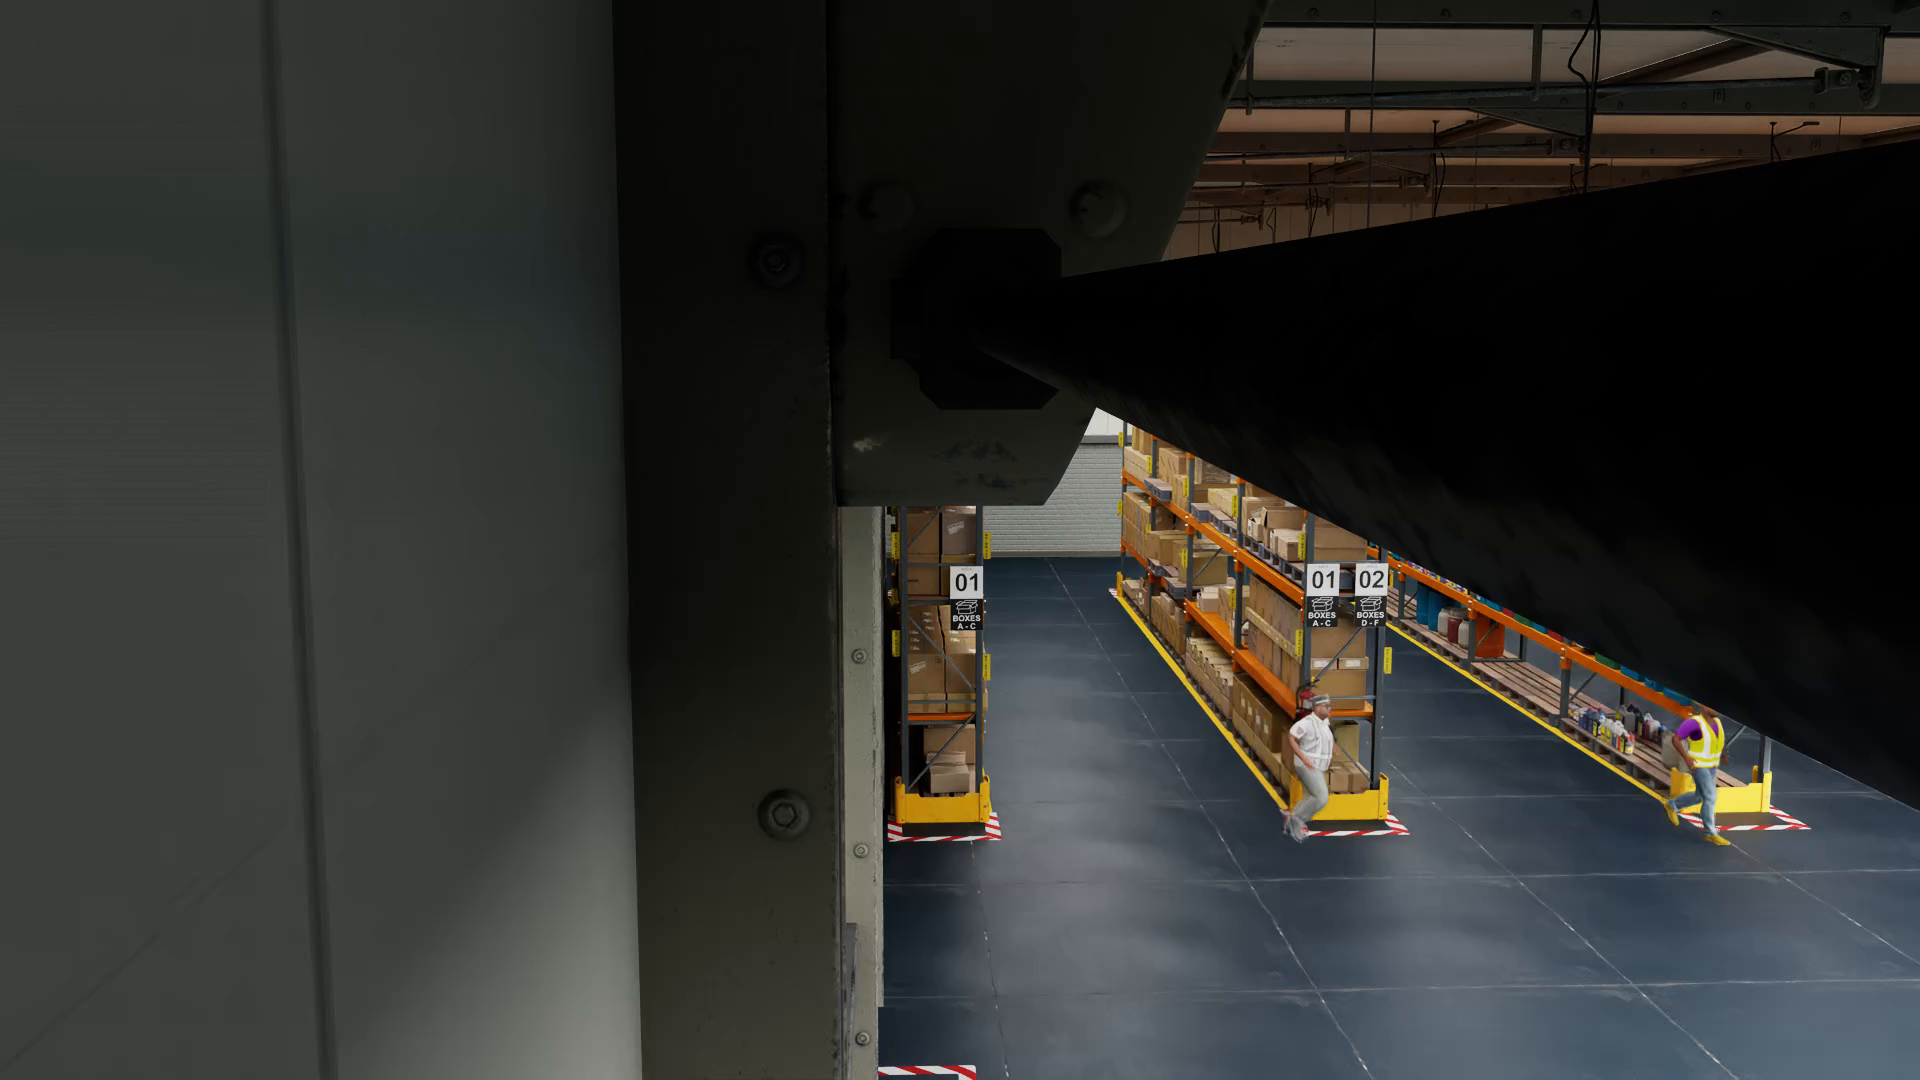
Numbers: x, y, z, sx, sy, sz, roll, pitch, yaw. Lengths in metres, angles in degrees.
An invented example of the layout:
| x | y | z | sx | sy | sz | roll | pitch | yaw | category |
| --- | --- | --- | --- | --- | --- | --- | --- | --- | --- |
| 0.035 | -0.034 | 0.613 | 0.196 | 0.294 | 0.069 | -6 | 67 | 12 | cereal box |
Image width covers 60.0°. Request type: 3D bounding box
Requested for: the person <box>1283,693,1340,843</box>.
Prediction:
| x | y | z | sx | sy | sz | roll | pitch | yaw | category |
| --- | --- | --- | --- | --- | --- | --- | --- | --- | --- |
| 4.148 | 2.648 | 19.500 | 0.605 | 1.719 | 0.698 | 6 | 10 | 35 | person |

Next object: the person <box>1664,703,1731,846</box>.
| x | y | z | sx | sy | sz | roll | pitch | yaw | category |
| --- | --- | --- | --- | --- | --- | --- | --- | --- | --- |
| 8.839 | 2.688 | 19.848 | 0.705 | 1.755 | 0.917 | -6 | 10 | -35 | person |
